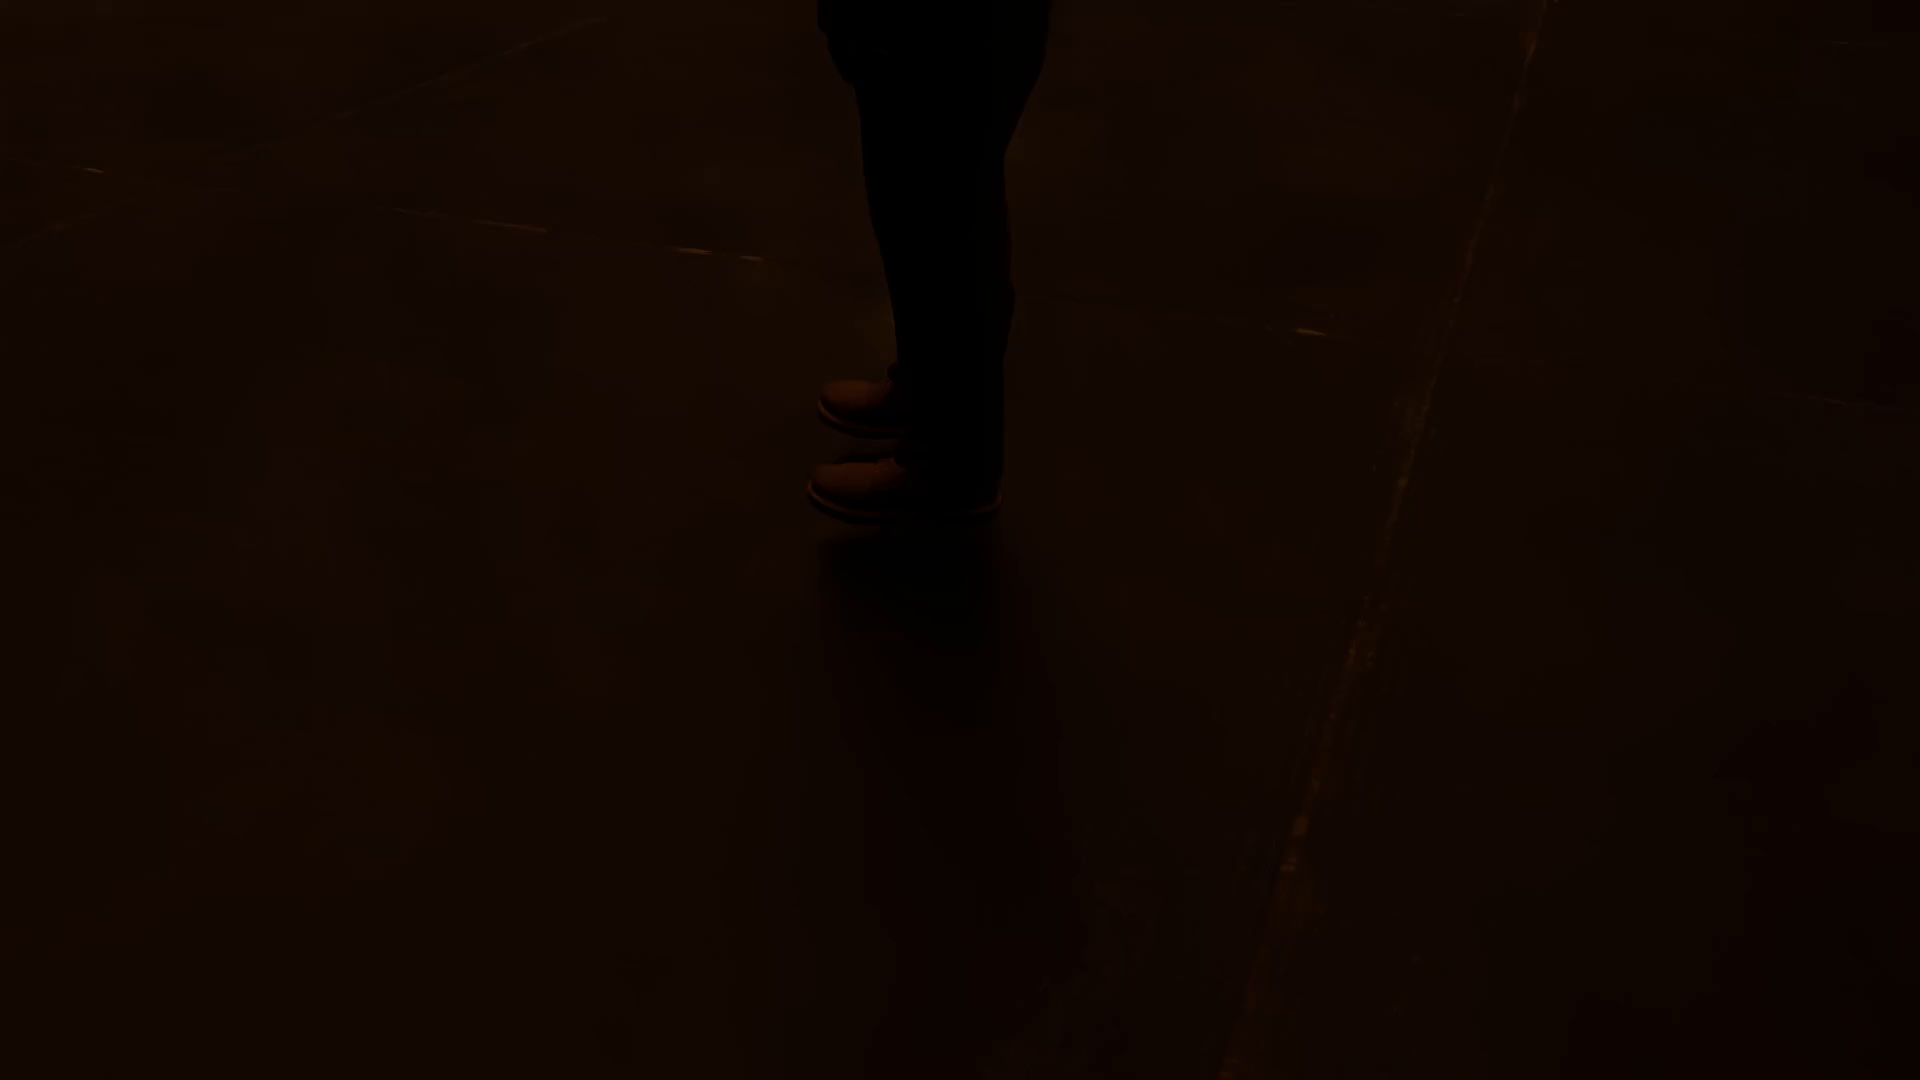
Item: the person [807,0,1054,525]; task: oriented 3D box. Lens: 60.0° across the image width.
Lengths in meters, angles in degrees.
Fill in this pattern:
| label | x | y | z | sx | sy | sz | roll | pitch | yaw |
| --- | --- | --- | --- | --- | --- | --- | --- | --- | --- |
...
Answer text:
| label | x | y | z | sx | sy | sz | roll | pitch | yaw |
| --- | --- | --- | --- | --- | --- | --- | --- | --- | --- |
| person | -0.075 | -0.784 | 2.112 | 0.504 | 1.654 | 0.570 | 10 | 31 | 18 |
